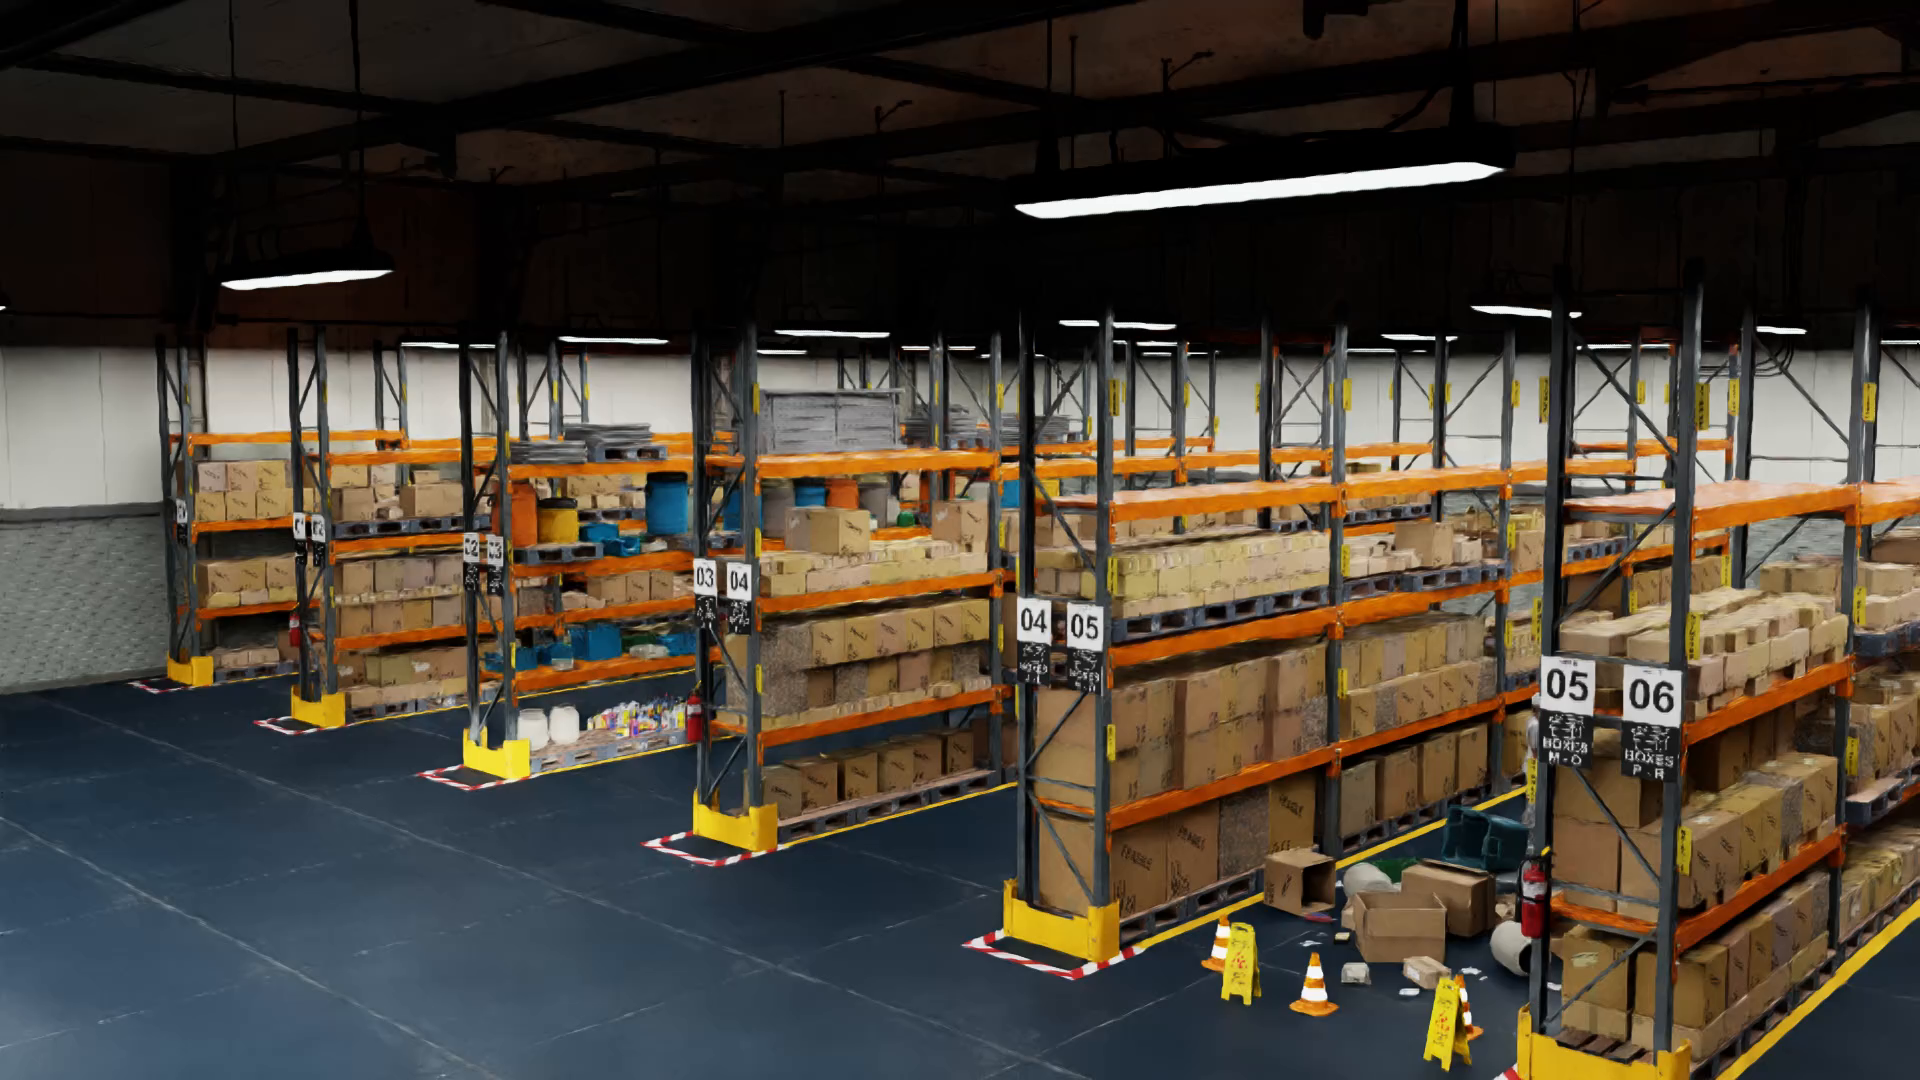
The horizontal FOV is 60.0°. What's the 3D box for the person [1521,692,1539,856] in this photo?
[{"bbox_3d":[6.389,2.551,18.221,0.447,1.774,0.619,2,6,22],"label":"person"}]
